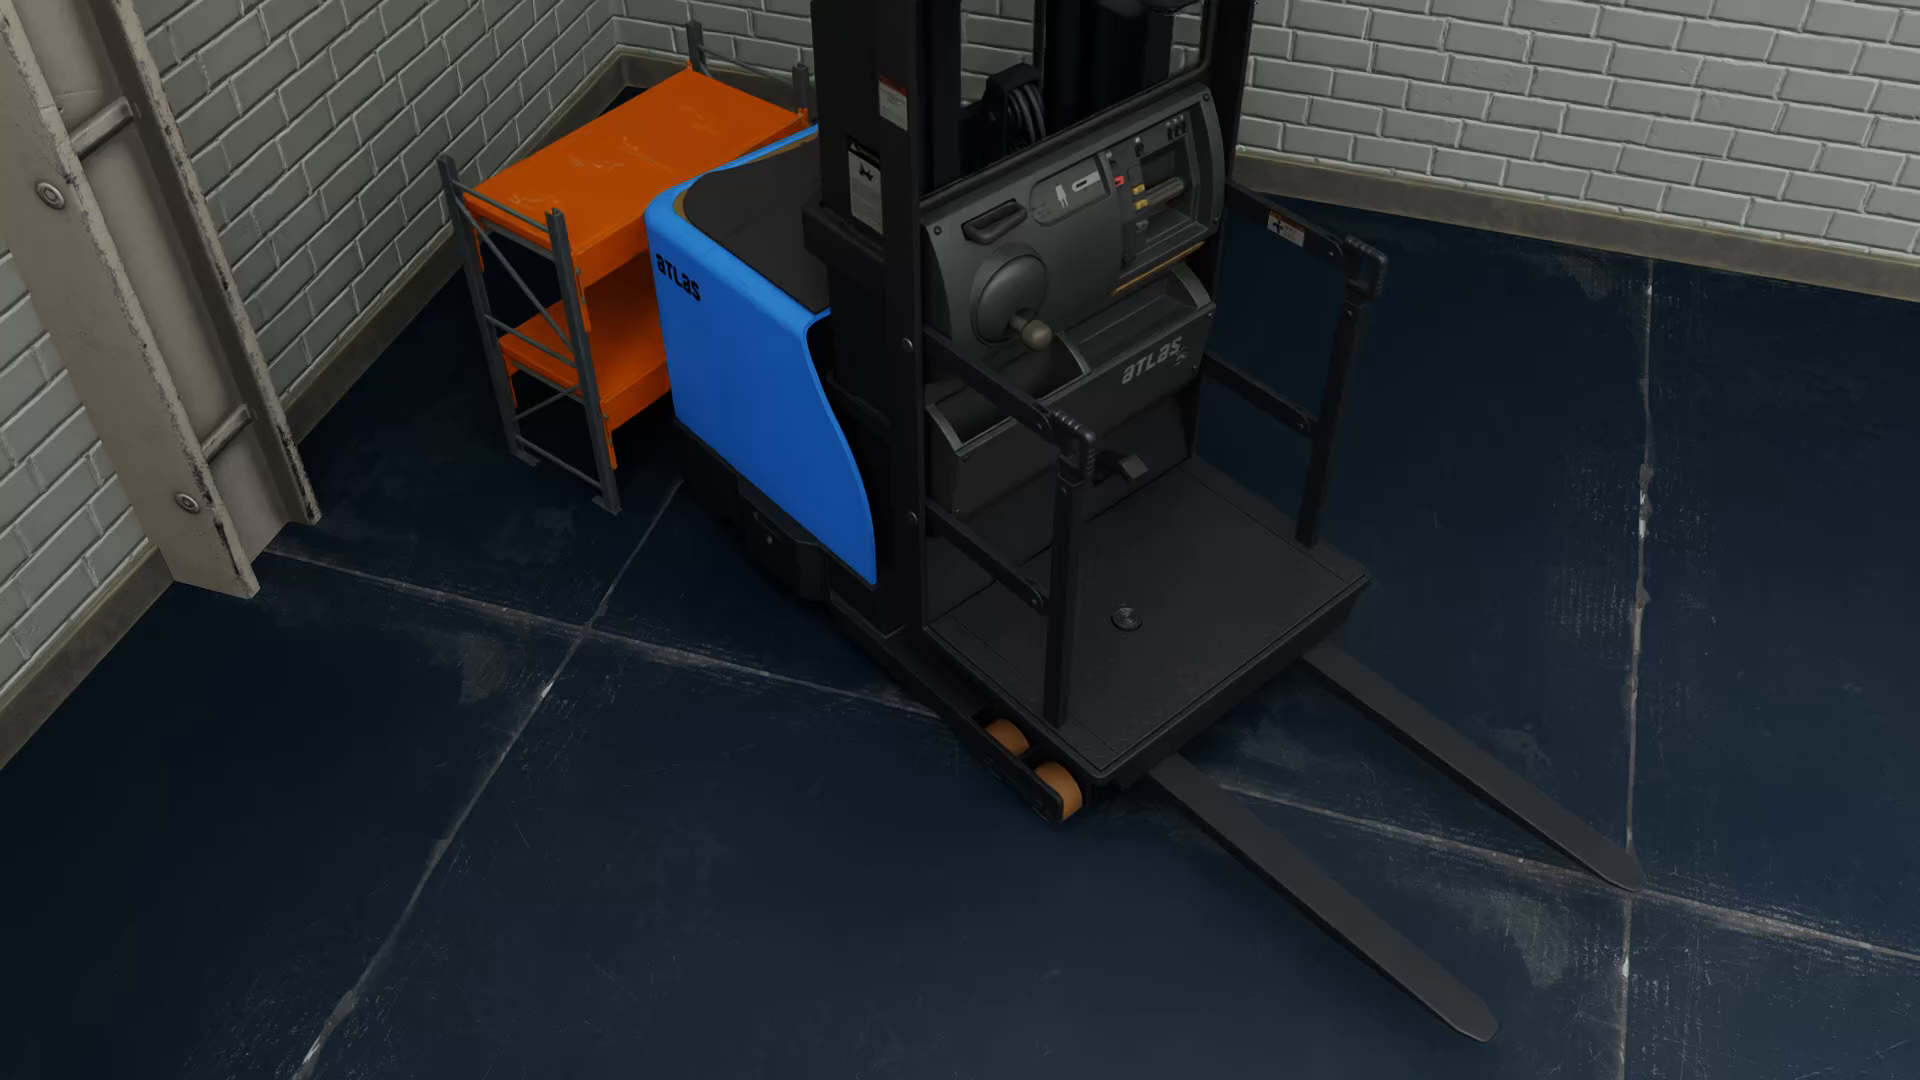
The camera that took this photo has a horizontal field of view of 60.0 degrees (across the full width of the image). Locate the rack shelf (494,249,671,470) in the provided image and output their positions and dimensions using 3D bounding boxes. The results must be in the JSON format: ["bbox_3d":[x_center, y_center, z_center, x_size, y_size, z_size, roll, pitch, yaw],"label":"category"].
[{"bbox_3d":[-0.985,-0.703,5.514,0.538,0.278,1.000,28,51,26],"label":"rack shelf"}]

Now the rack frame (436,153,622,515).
[{"bbox_3d":[-1.295,-0.596,5.055,0.500,1.125,0.032,28,51,26],"label":"rack frame"}]

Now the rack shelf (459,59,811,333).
[{"bbox_3d":[-0.985,-1.087,5.138,0.538,0.278,1.000,28,51,26],"label":"rack shelf"}]

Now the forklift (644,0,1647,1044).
[{"bbox_3d":[0.438,-0.695,3.865,1.130,2.935,3.031,-32,53,-28],"label":"forklift"}]

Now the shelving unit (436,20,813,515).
[{"bbox_3d":[-0.985,-0.878,5.343,0.538,1.125,1.048,28,51,26],"label":"shelving unit"}]

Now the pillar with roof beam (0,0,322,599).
[{"bbox_3d":[1.854,-2.288,1.154,9.100,9.000,0.400,13,46,13],"label":"pillar with roof beam"}]

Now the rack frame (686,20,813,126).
[{"bbox_3d":[-0.675,-1.159,5.630,0.500,1.125,0.032,28,51,26],"label":"rack frame"}]
